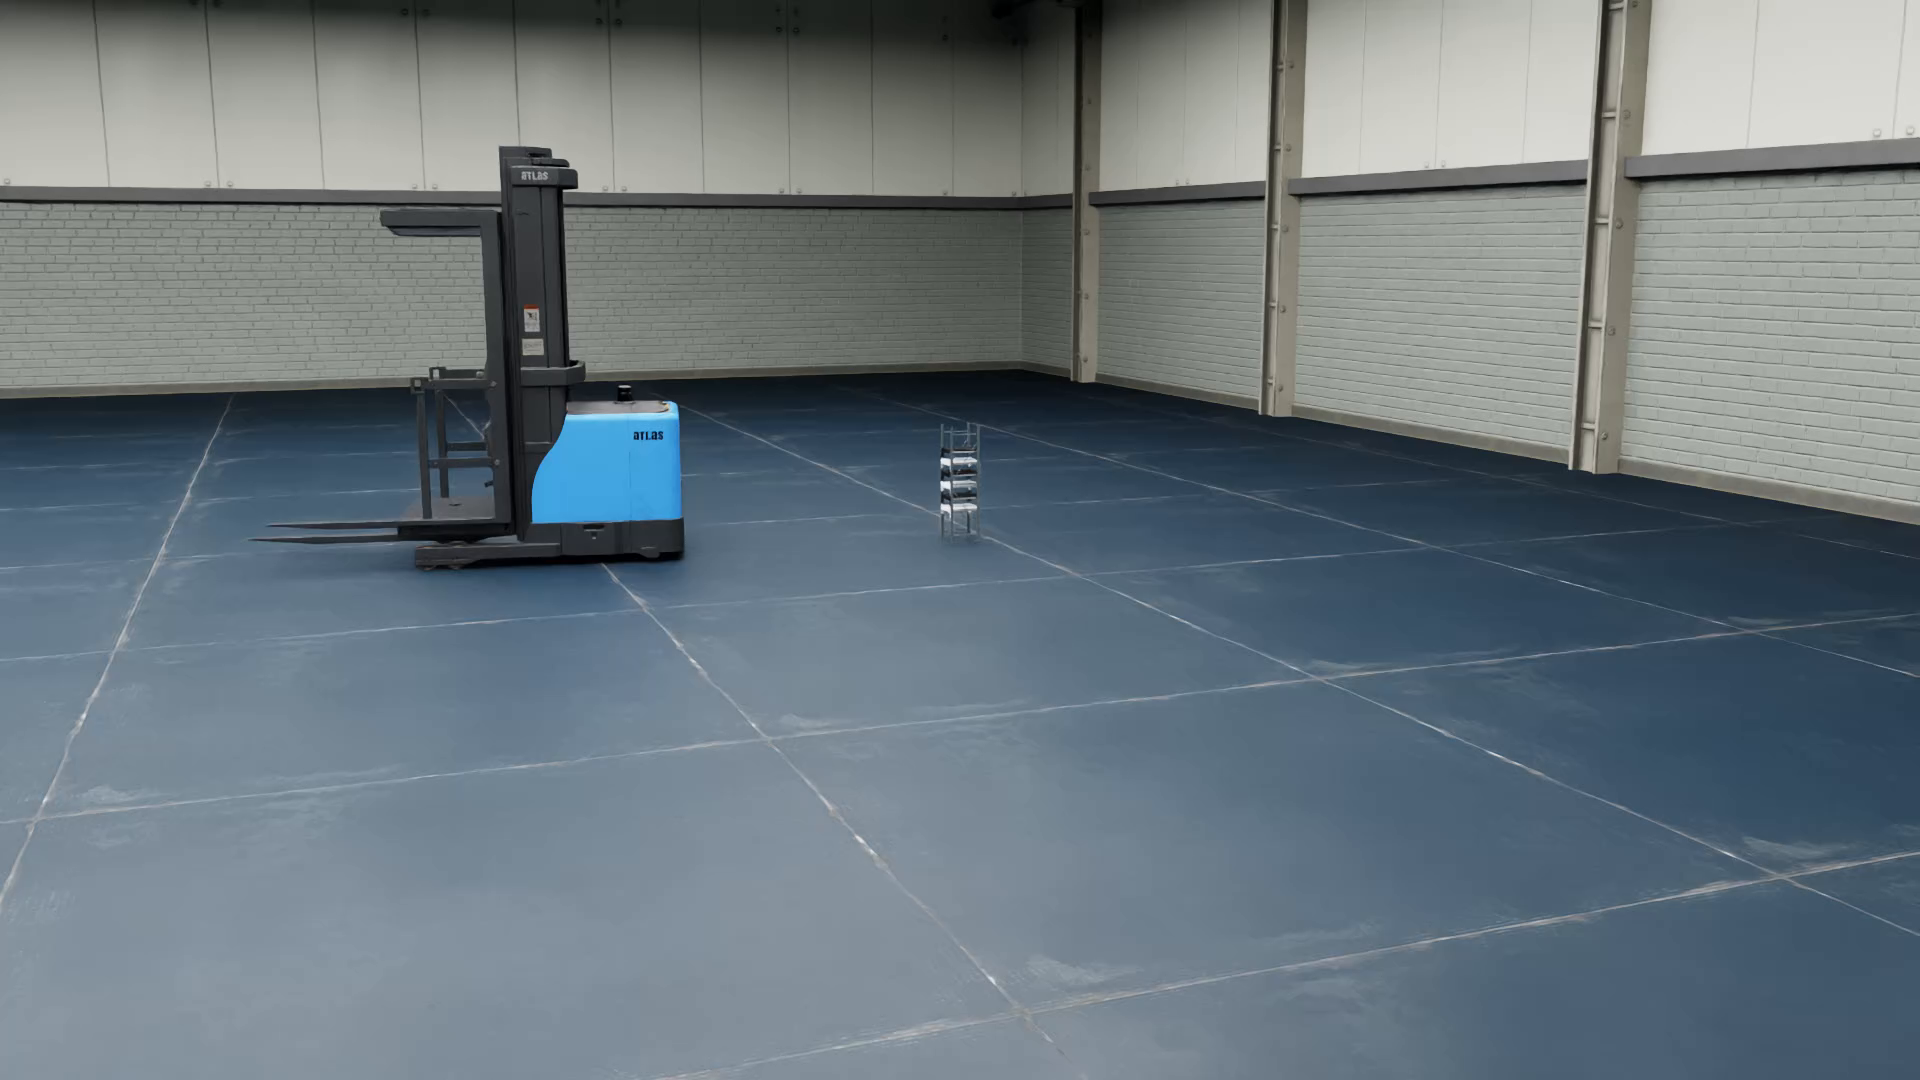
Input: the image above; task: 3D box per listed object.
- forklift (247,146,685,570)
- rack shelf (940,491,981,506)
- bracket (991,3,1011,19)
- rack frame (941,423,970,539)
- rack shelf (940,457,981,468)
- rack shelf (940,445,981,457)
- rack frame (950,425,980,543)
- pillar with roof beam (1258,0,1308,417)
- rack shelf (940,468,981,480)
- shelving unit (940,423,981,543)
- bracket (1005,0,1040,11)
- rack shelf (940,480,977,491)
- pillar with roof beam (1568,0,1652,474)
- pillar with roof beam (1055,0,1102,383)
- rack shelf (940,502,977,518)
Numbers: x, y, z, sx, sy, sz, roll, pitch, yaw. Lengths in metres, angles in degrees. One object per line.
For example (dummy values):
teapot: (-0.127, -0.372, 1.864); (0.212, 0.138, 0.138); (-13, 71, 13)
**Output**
forklift: (-3.574, -1.332, 12.038); (3.031, 2.935, 1.130); (-2, 10, -10)
rack shelf: (0.003, -0.320, 12.855); (0.258, 0.077, 0.200); (-4, 11, -21)
bracket: (0.734, -9.294, 29.194); (0.235, 0.232, 0.430); (-4, 11, -21)
rack frame: (-0.034, -0.458, 12.927); (0.240, 0.900, 0.006); (-4, 11, -21)
rack shelf: (0.003, -0.586, 12.808); (0.258, 0.077, 0.200); (-4, 11, -21)
rack shelf: (0.003, -0.675, 12.792); (0.258, 0.077, 0.200); (-4, 11, -21)
rack frame: (0.040, -0.425, 12.741); (0.240, 0.900, 0.006); (-4, 11, -21)
pillar with roof beam: (0.236, -5.837, 20.038); (9.100, 9.000, 0.400); (-4, 11, -21)
rack shelf: (0.003, -0.498, 12.824); (0.258, 0.077, 0.200); (-4, 11, -21)
shelving unit: (0.003, -0.442, 12.834); (0.258, 0.900, 0.210); (-4, 11, -21)
bracket: (0.948, -9.197, 28.652); (0.076, 0.066, 3.189); (-4, 11, -21)
rack shelf: (0.003, -0.409, 12.840); (0.258, 0.077, 0.200); (-4, 11, -21)
pillar with roof beam: (2.410, -4.857, 14.533); (9.100, 9.000, 0.400); (-4, 11, -21)
pillar with roof beam: (-1.938, -6.816, 25.544); (9.100, 9.000, 0.548); (-4, 11, -21)
rack shelf: (0.003, -0.232, 12.871); (0.258, 0.077, 0.200); (-4, 11, -21)
